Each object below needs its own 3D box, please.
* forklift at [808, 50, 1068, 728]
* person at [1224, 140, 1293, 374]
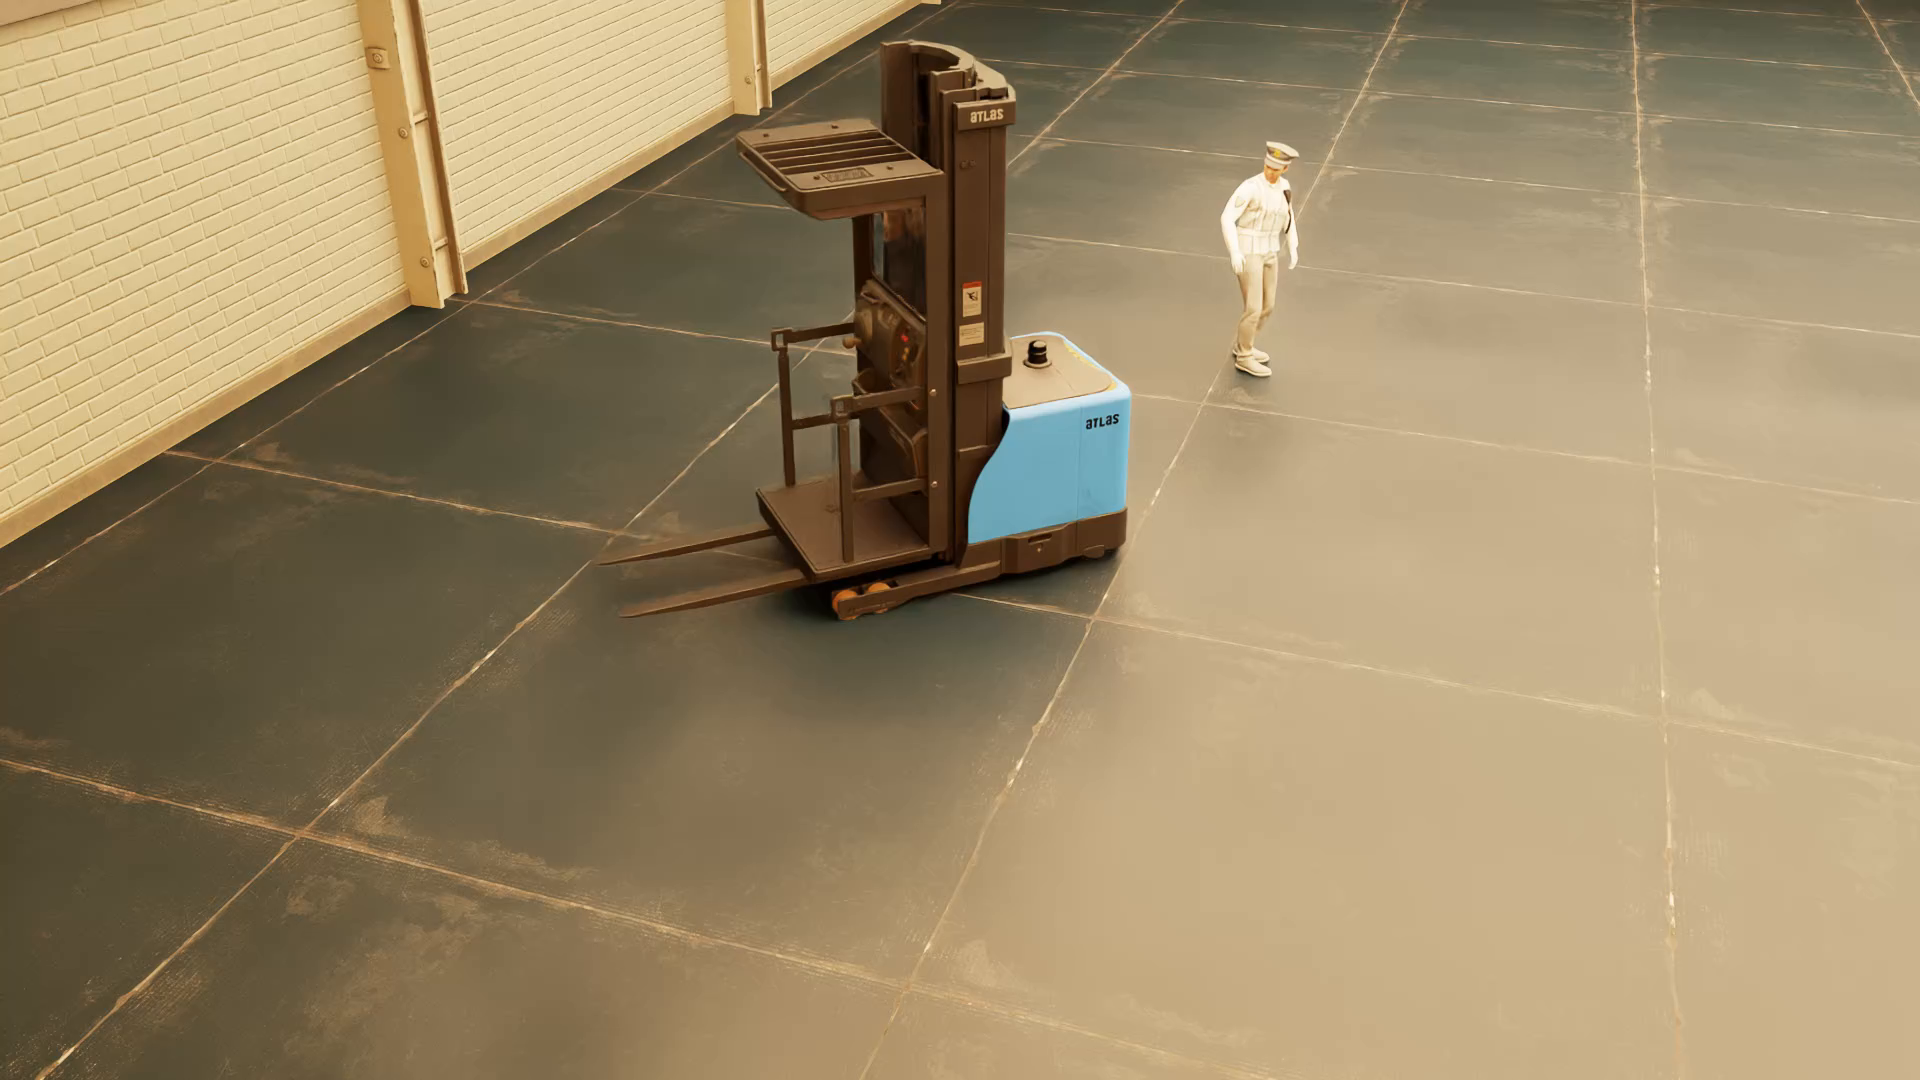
[{"bbox_3d":[-0.119,-0.941,8.787,1.130,2.935,3.031,6,30,10],"label":"forklift"},{"bbox_3d":[2.159,-2.068,12.023,0.475,1.690,0.332,-24,38,-36],"label":"person"}]
